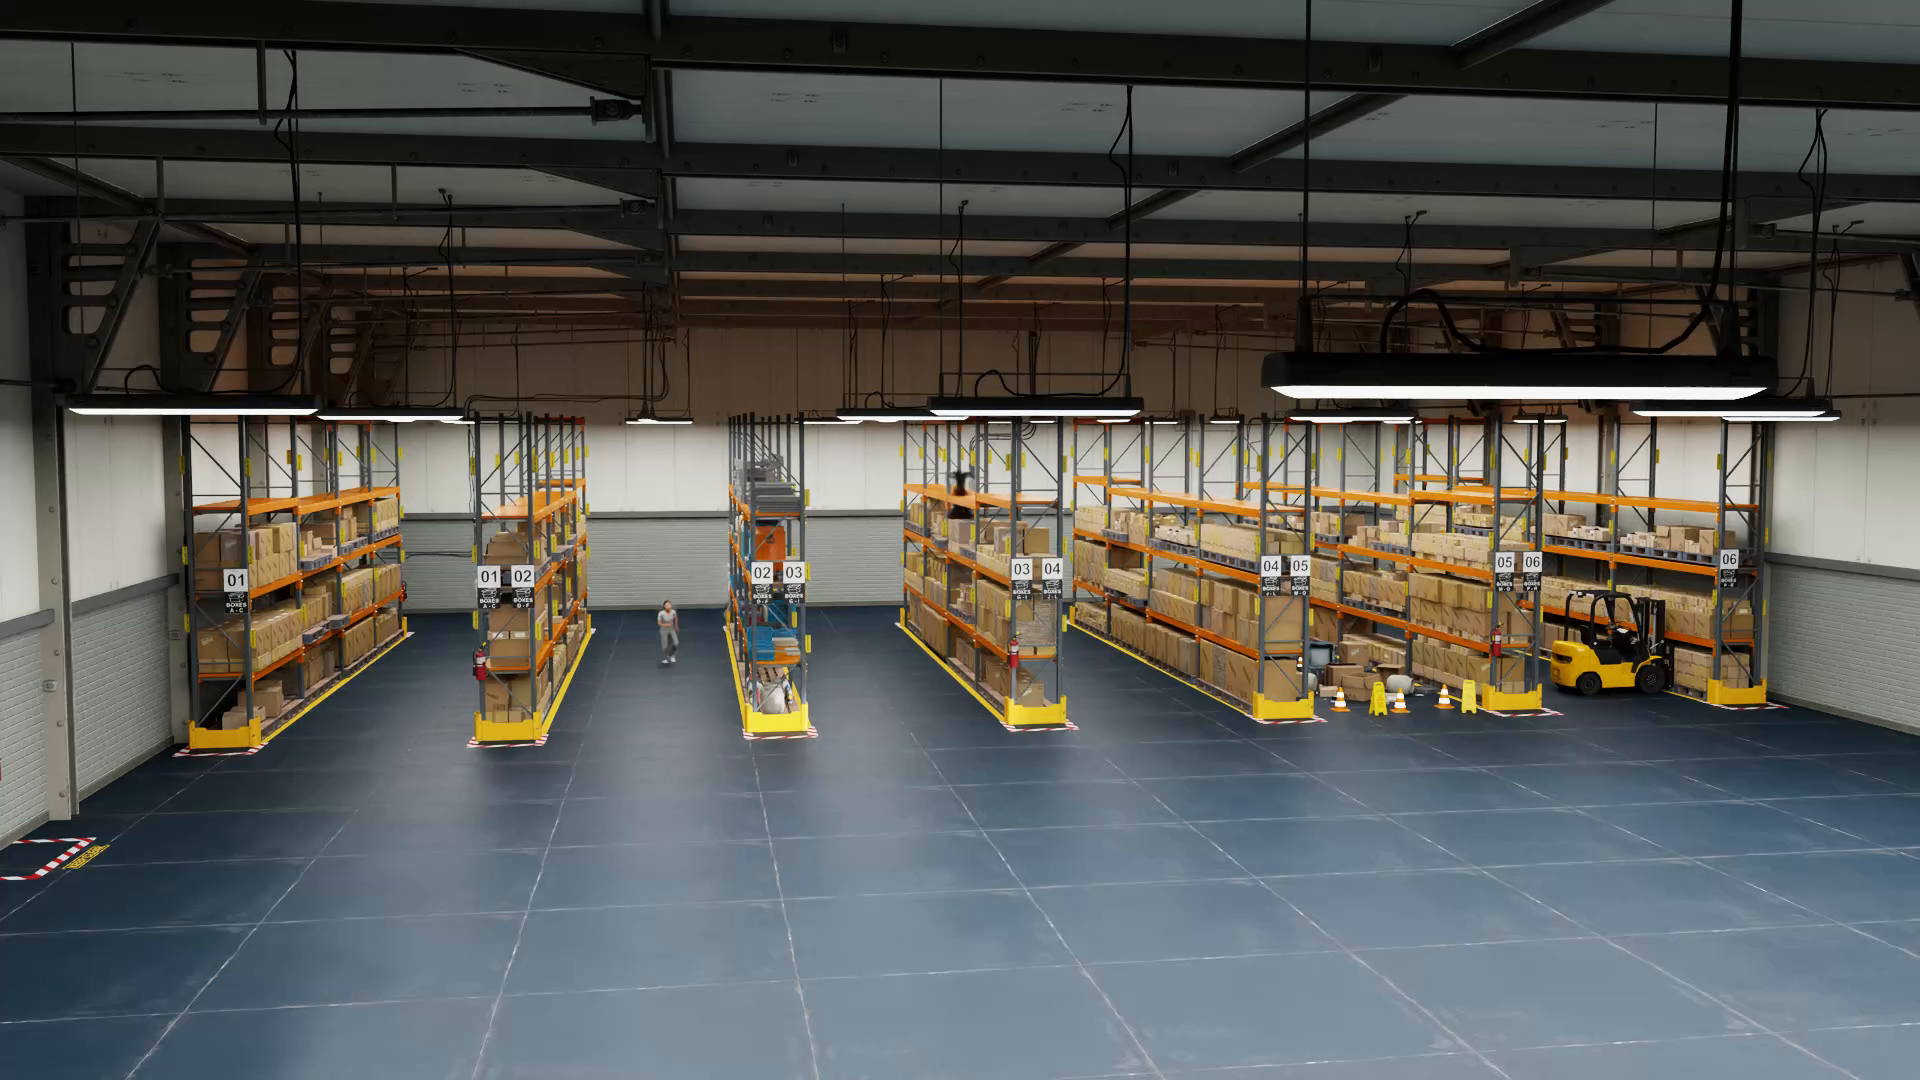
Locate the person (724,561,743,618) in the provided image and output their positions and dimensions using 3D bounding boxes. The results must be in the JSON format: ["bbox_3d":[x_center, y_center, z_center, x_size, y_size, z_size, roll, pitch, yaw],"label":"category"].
[{"bbox_3d":[-6.537,1.510,48.956,0.849,1.832,0.636,0,4,7],"label":"person"}]

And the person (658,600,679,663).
[{"bbox_3d":[-7.012,2.216,39.981,0.574,1.561,0.853,-2,4,-26],"label":"person"}]
